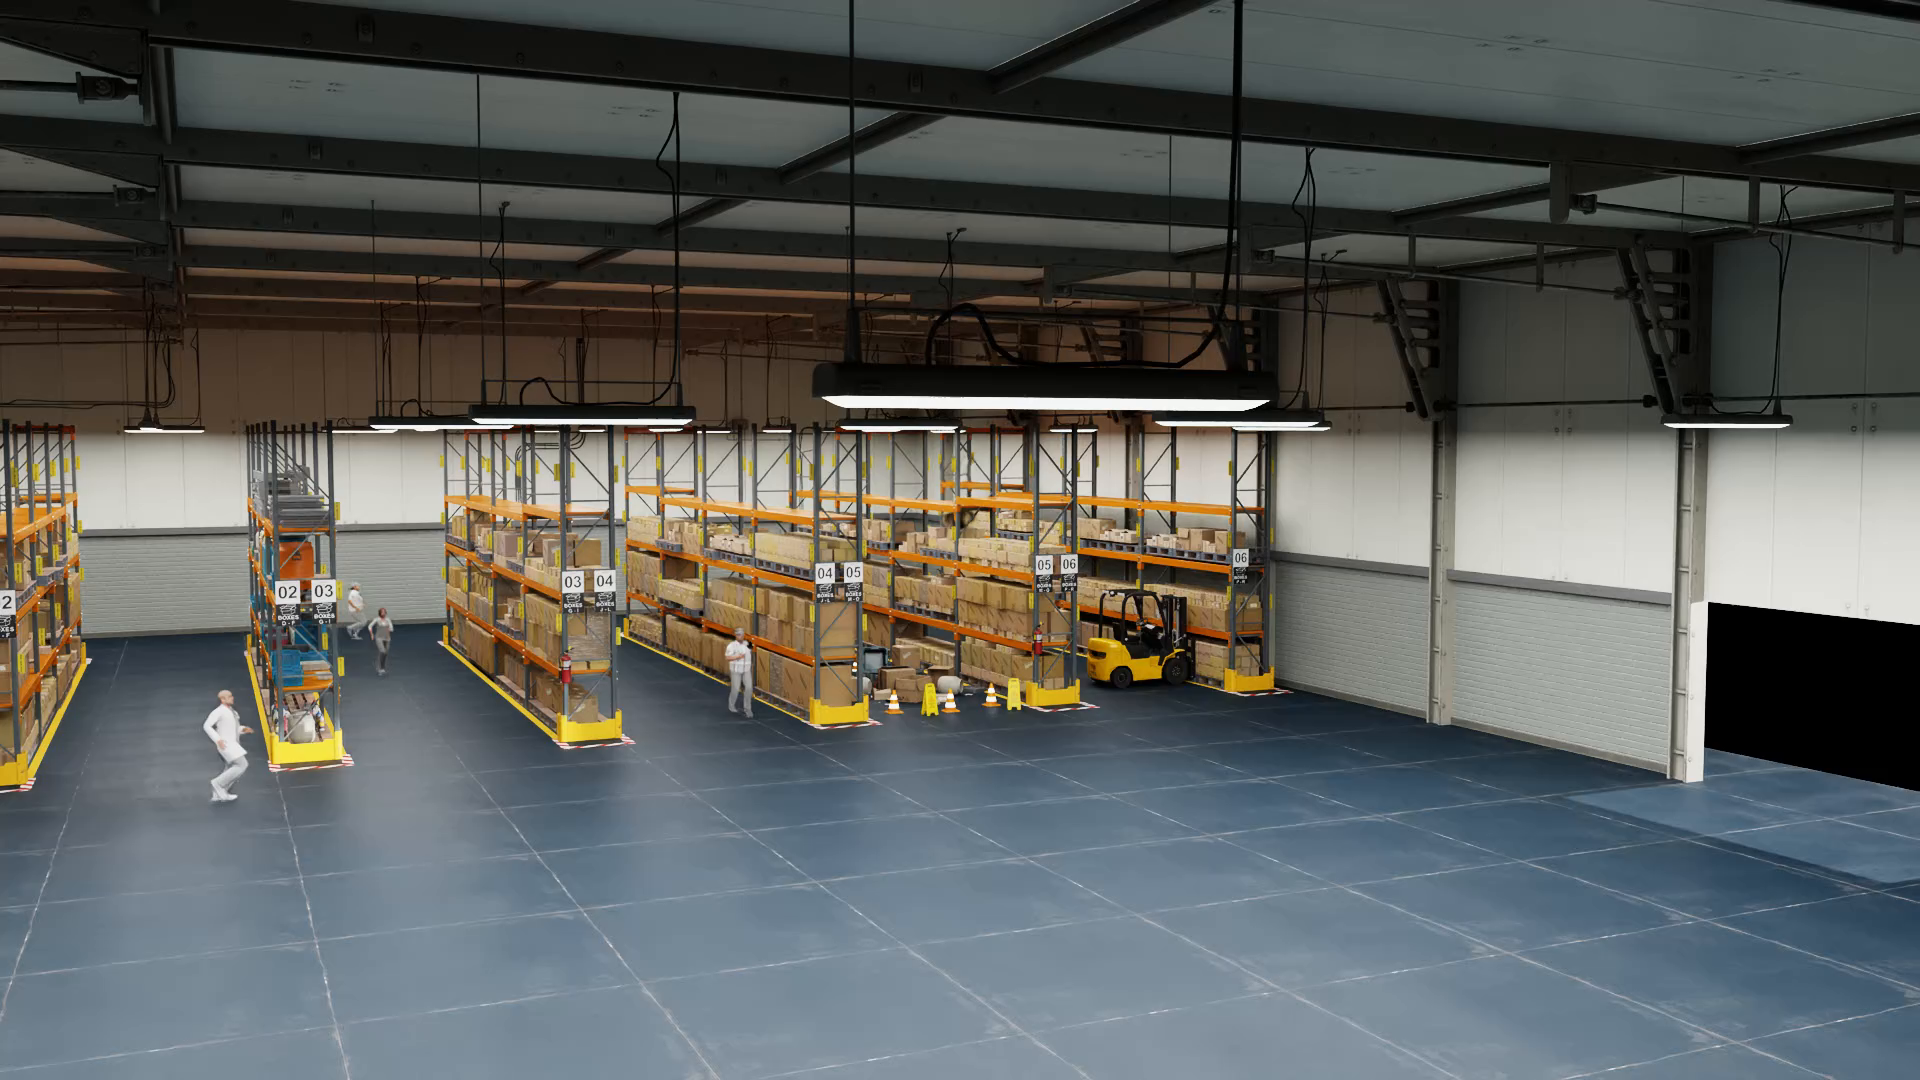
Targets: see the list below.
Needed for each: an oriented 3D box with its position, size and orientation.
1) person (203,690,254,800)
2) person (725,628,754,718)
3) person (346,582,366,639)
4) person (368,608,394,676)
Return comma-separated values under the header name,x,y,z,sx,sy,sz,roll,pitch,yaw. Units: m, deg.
name,x,y,z,sx,sy,sz,roll,pitch,yaw
person,-11.398,3.214,26.019,0.649,1.732,0.691,0,4,-7
person,-4.499,2.704,34.040,0.645,1.840,0.744,-2,4,-31
person,-16.984,1.996,46.791,0.548,1.623,0.607,-1,4,-19
person,-13.833,2.435,39.828,0.503,1.630,0.694,-3,5,-41
